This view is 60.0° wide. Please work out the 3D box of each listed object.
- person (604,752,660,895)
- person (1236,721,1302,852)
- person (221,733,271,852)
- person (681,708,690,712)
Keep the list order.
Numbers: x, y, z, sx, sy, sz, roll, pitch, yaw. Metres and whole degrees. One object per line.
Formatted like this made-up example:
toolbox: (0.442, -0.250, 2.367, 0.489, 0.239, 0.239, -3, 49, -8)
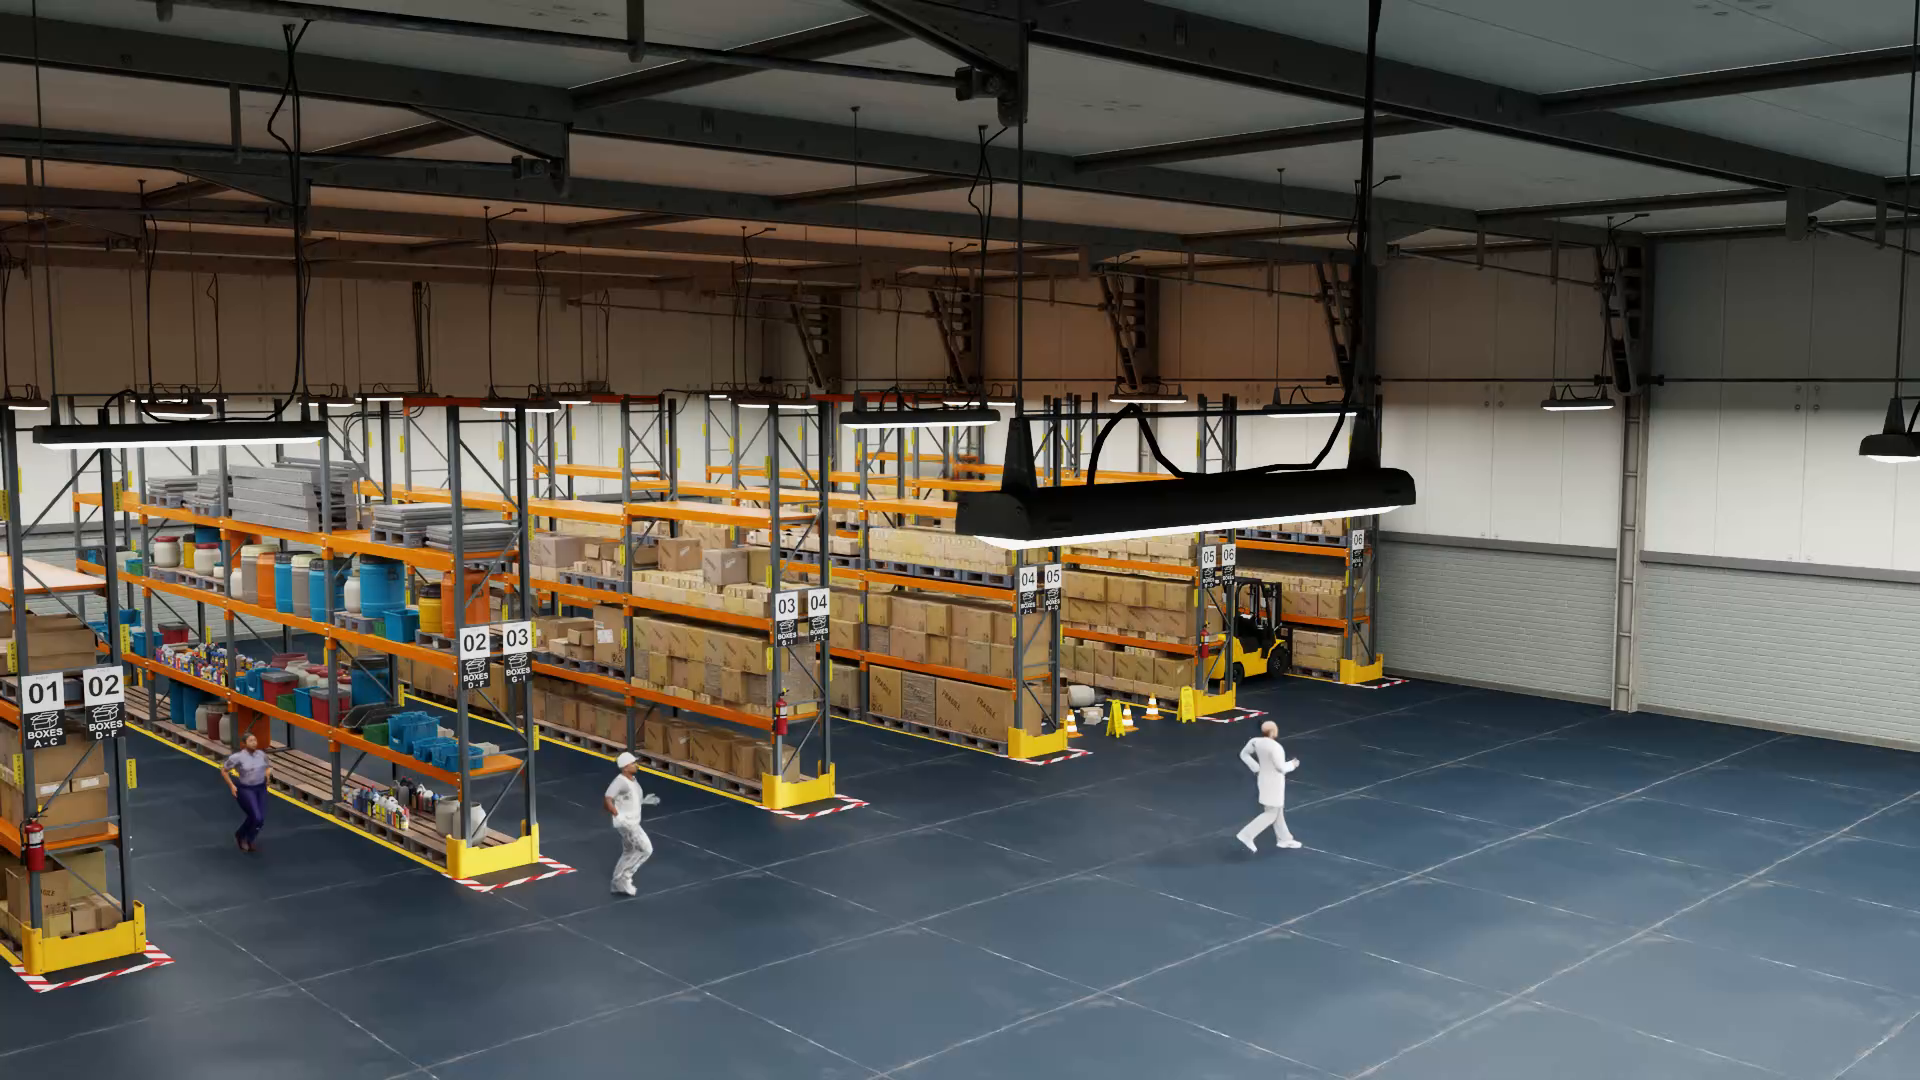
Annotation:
person: (-4.010, 3.484, 20.430, 0.625, 1.764, 0.680, 0, 6, -5)
person: (4.124, 3.278, 22.111, 1.051, 1.768, 0.707, -2, 6, -20)
person: (-9.427, 3.377, 22.186, 0.581, 1.607, 0.590, 3, 6, 31)
person: (-5.244, 2.457, 31.765, 0.569, 1.628, 0.610, 5, 8, 43)
